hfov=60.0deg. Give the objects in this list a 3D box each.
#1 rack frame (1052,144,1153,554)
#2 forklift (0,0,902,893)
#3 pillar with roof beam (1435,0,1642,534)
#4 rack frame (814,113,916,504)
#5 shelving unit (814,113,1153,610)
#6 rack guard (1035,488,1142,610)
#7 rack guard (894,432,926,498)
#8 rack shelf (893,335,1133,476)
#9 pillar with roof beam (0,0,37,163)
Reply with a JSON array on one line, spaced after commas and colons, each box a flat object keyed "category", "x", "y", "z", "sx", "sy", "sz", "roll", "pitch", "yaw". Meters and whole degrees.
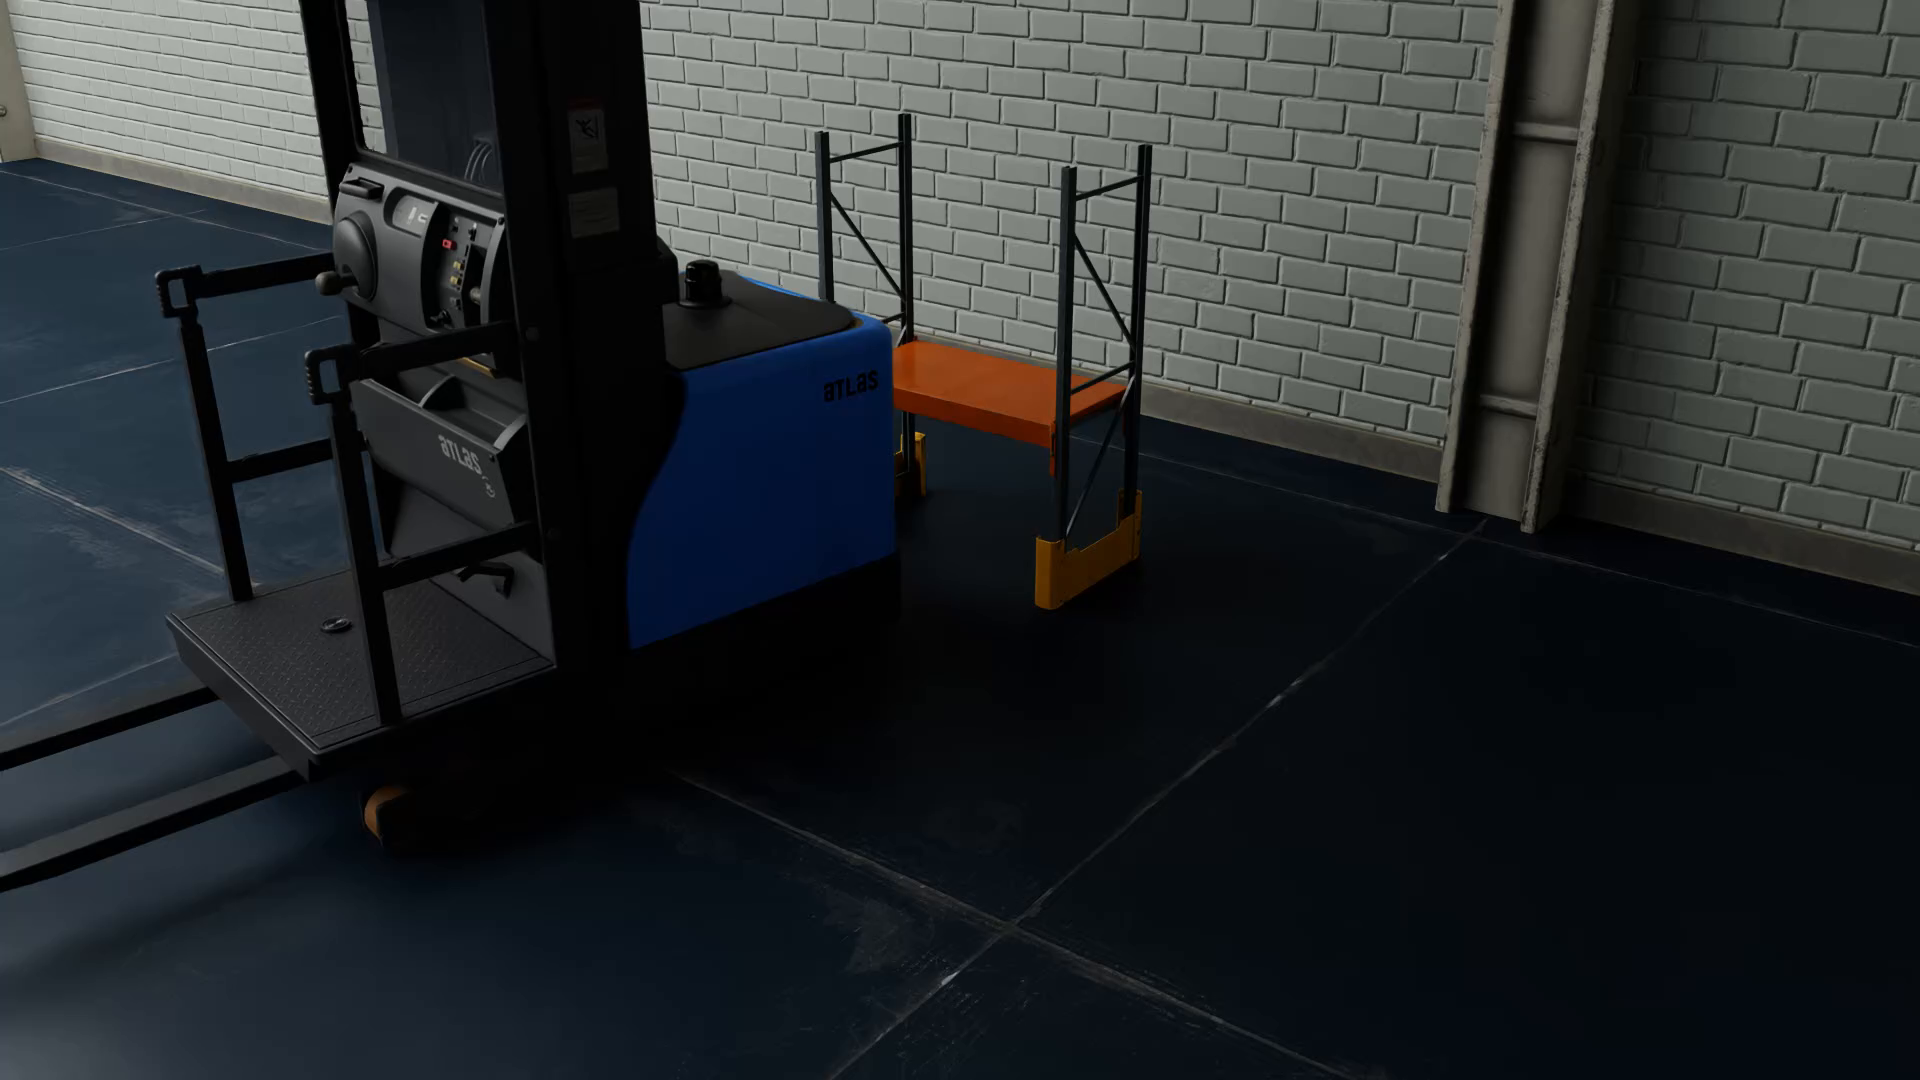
[{"category": "rack frame", "x": 0.475, "y": -0.543, "z": 5.622, "sx": 0.032, "sy": 1.500, "sz": 0.500, "roll": 17, "pitch": 29, "yaw": 33}, {"category": "forklift", "x": -1.619, "y": -0.767, "z": 4.356, "sx": 3.031, "sy": 2.935, "sz": 1.130, "roll": -20, "pitch": 31, "yaw": -38}, {"category": "pillar with roof beam", "x": -0.471, "y": -2.848, "z": 1.554, "sx": 0.400, "sy": 9.000, "sz": 9.100, "roll": 17, "pitch": 29, "yaw": 33}, {"category": "rack frame", "x": -0.339, "y": -0.789, "z": 6.180, "sx": 0.032, "sy": 1.500, "sz": 0.500, "roll": 17, "pitch": 29, "yaw": 33}, {"category": "shelving unit", "x": 0.061, "y": -0.668, "z": 5.906, "sx": 1.083, "sy": 1.500, "sz": 0.587, "roll": 17, "pitch": 29, "yaw": 33}, {"category": "rack guard", "x": 0.459, "y": 0.024, "z": 5.884, "sx": 0.087, "sy": 0.250, "sz": 0.587, "roll": 17, "pitch": 29, "yaw": 33}, {"category": "rack guard", "x": -0.338, "y": -0.216, "z": 6.431, "sx": 0.087, "sy": 0.250, "sz": 0.587, "roll": 17, "pitch": 29, "yaw": 33}, {"category": "rack shelf", "x": 0.068, "y": -0.501, "z": 5.973, "sx": 1.000, "sy": 0.185, "sz": 0.538, "roll": 17, "pitch": 29, "yaw": 33}, {"category": "pillar with roof beam", "x": -10.073, "y": -5.750, "z": 8.140, "sx": 0.400, "sy": 9.000, "sz": 9.100, "roll": 17, "pitch": 29, "yaw": 33}]
